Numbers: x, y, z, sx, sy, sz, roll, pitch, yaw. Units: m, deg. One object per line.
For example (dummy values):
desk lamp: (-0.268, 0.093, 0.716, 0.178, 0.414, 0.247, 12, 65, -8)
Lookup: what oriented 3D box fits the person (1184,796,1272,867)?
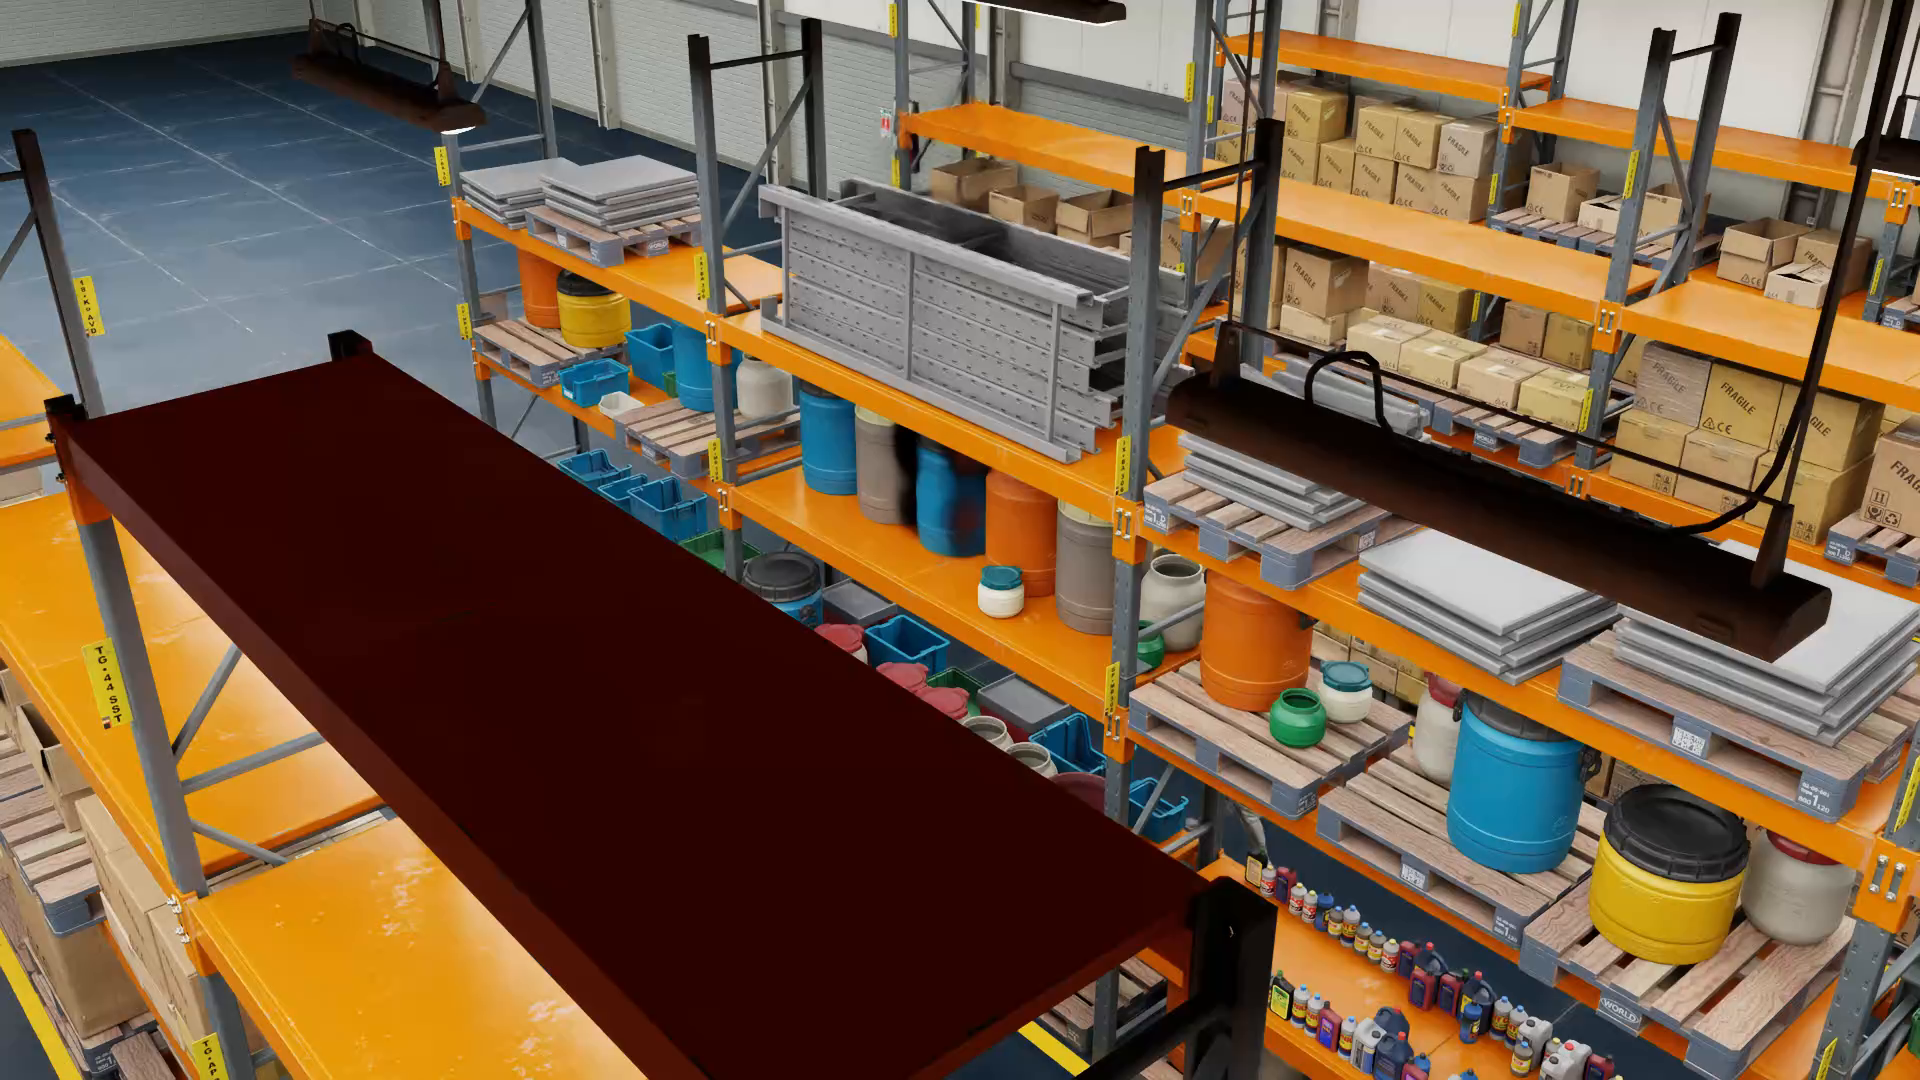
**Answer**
person: (1.970, 1.570, 11.966, 0.611, 1.731, 0.858, -24, 35, -38)
